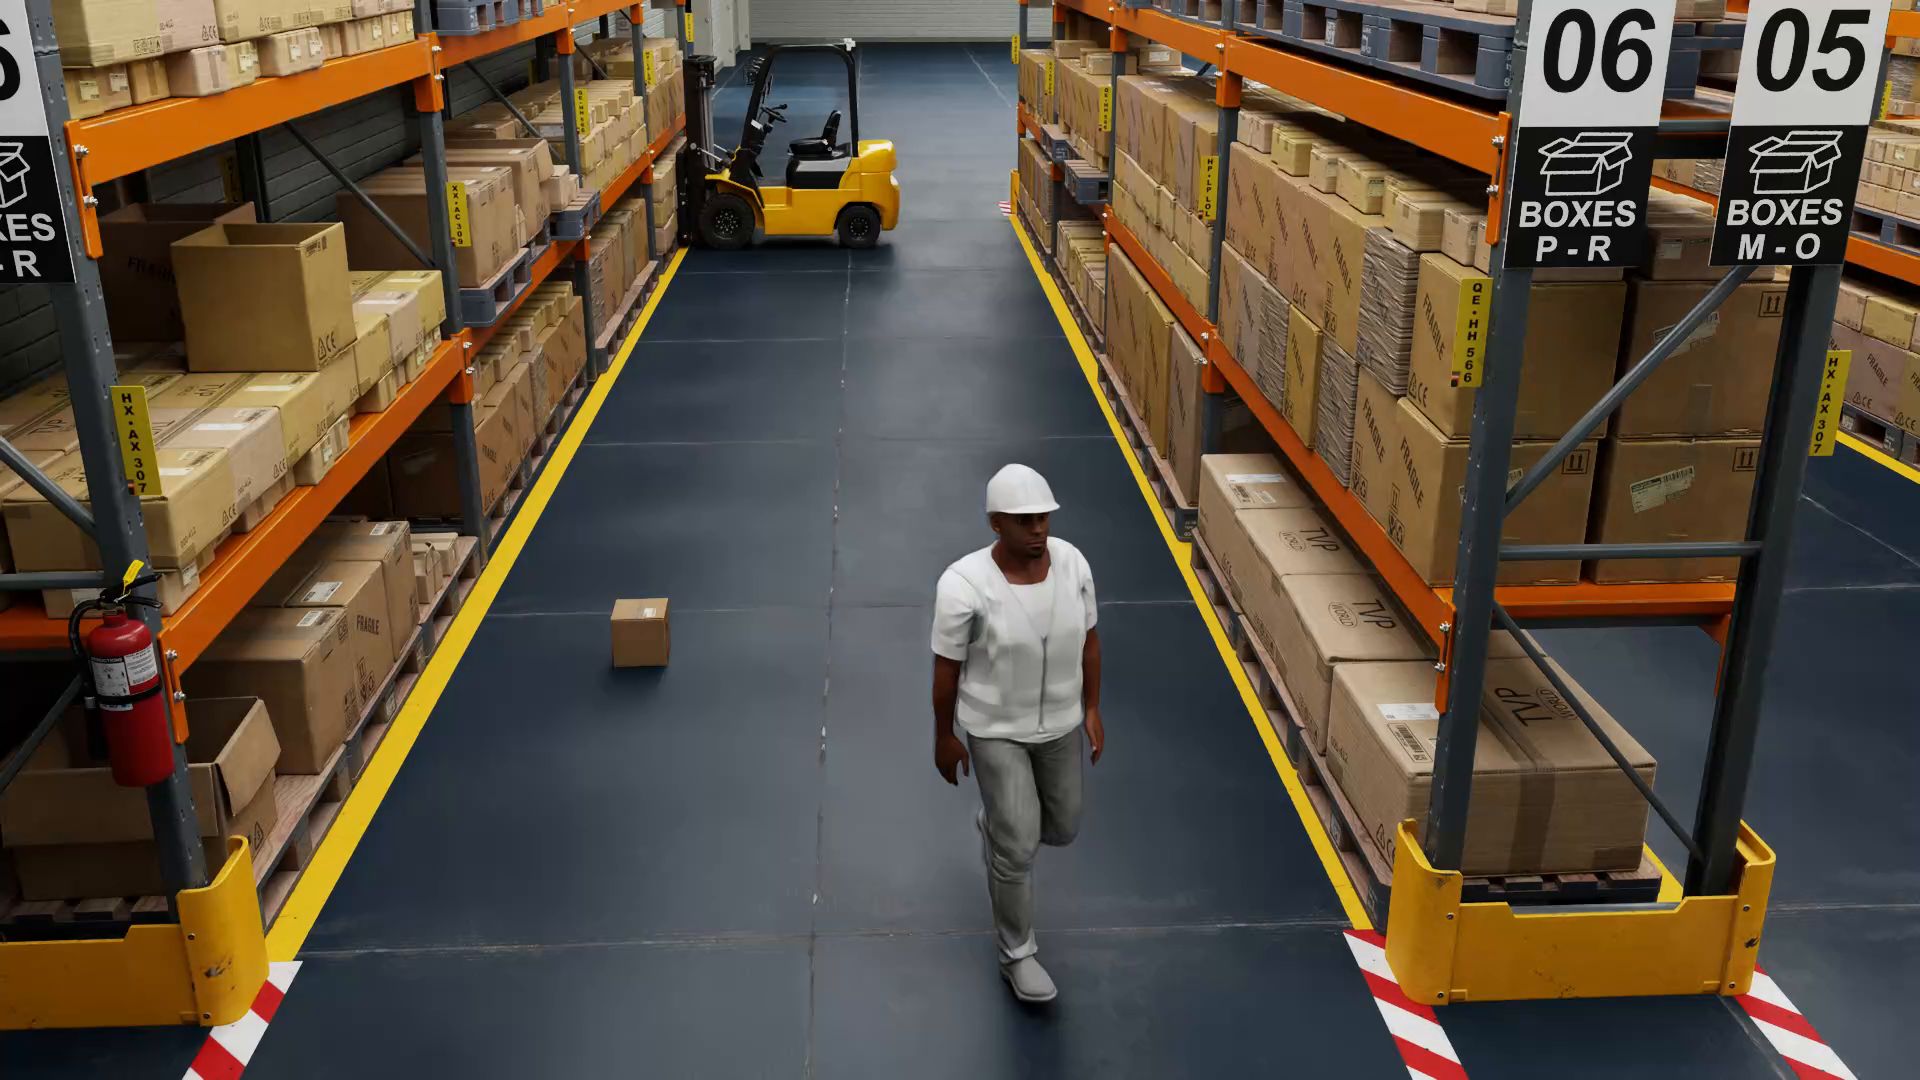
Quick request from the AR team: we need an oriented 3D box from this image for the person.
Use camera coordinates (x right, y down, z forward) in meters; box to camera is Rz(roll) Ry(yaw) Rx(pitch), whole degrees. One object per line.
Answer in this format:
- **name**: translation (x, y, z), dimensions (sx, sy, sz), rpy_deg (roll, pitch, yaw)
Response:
- **person**: translation (0.180, 0.577, 5.452), dimensions (0.579, 1.753, 0.819), rpy_deg (-10, 22, -25)
